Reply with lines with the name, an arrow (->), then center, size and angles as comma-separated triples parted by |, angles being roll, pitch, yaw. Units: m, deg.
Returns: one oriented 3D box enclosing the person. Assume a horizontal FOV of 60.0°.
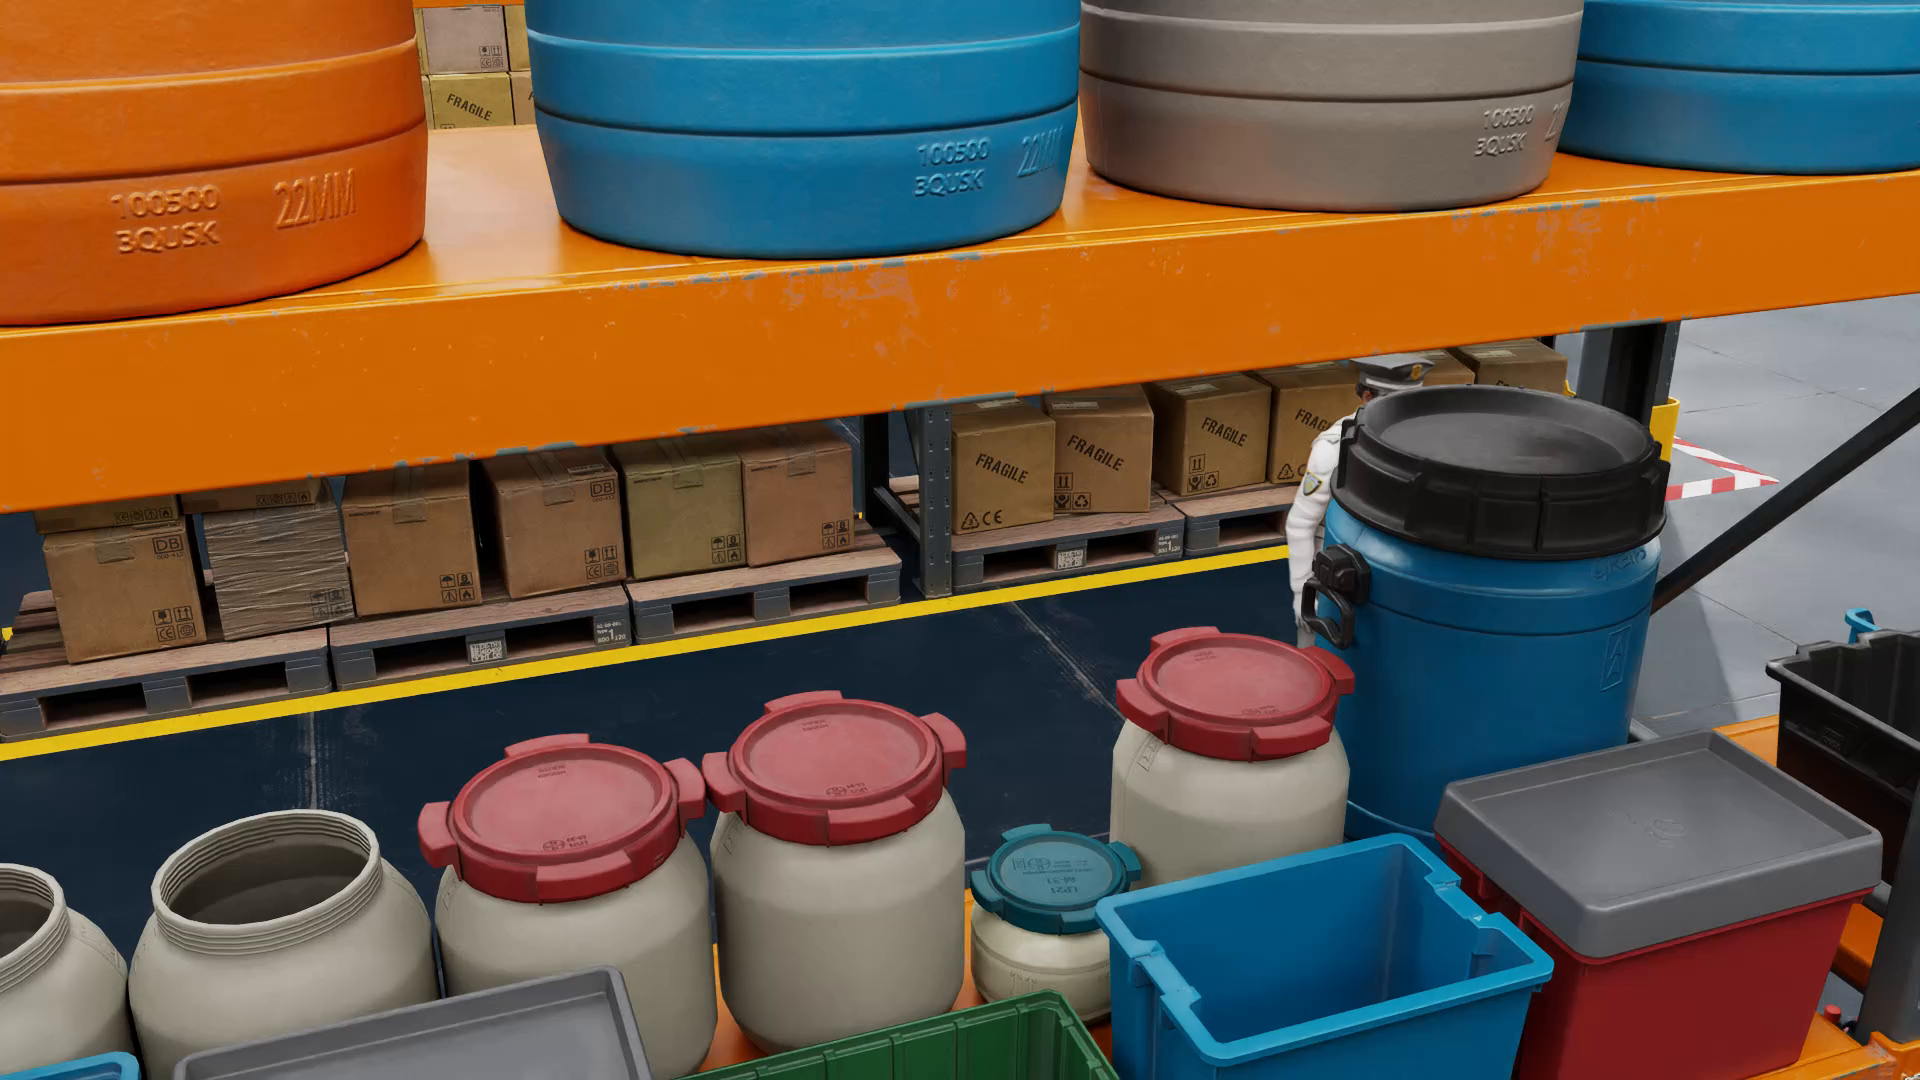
person -> 1.366, 0.152, 5.727 | 0.540, 1.662, 0.415 | -10, 25, -22
